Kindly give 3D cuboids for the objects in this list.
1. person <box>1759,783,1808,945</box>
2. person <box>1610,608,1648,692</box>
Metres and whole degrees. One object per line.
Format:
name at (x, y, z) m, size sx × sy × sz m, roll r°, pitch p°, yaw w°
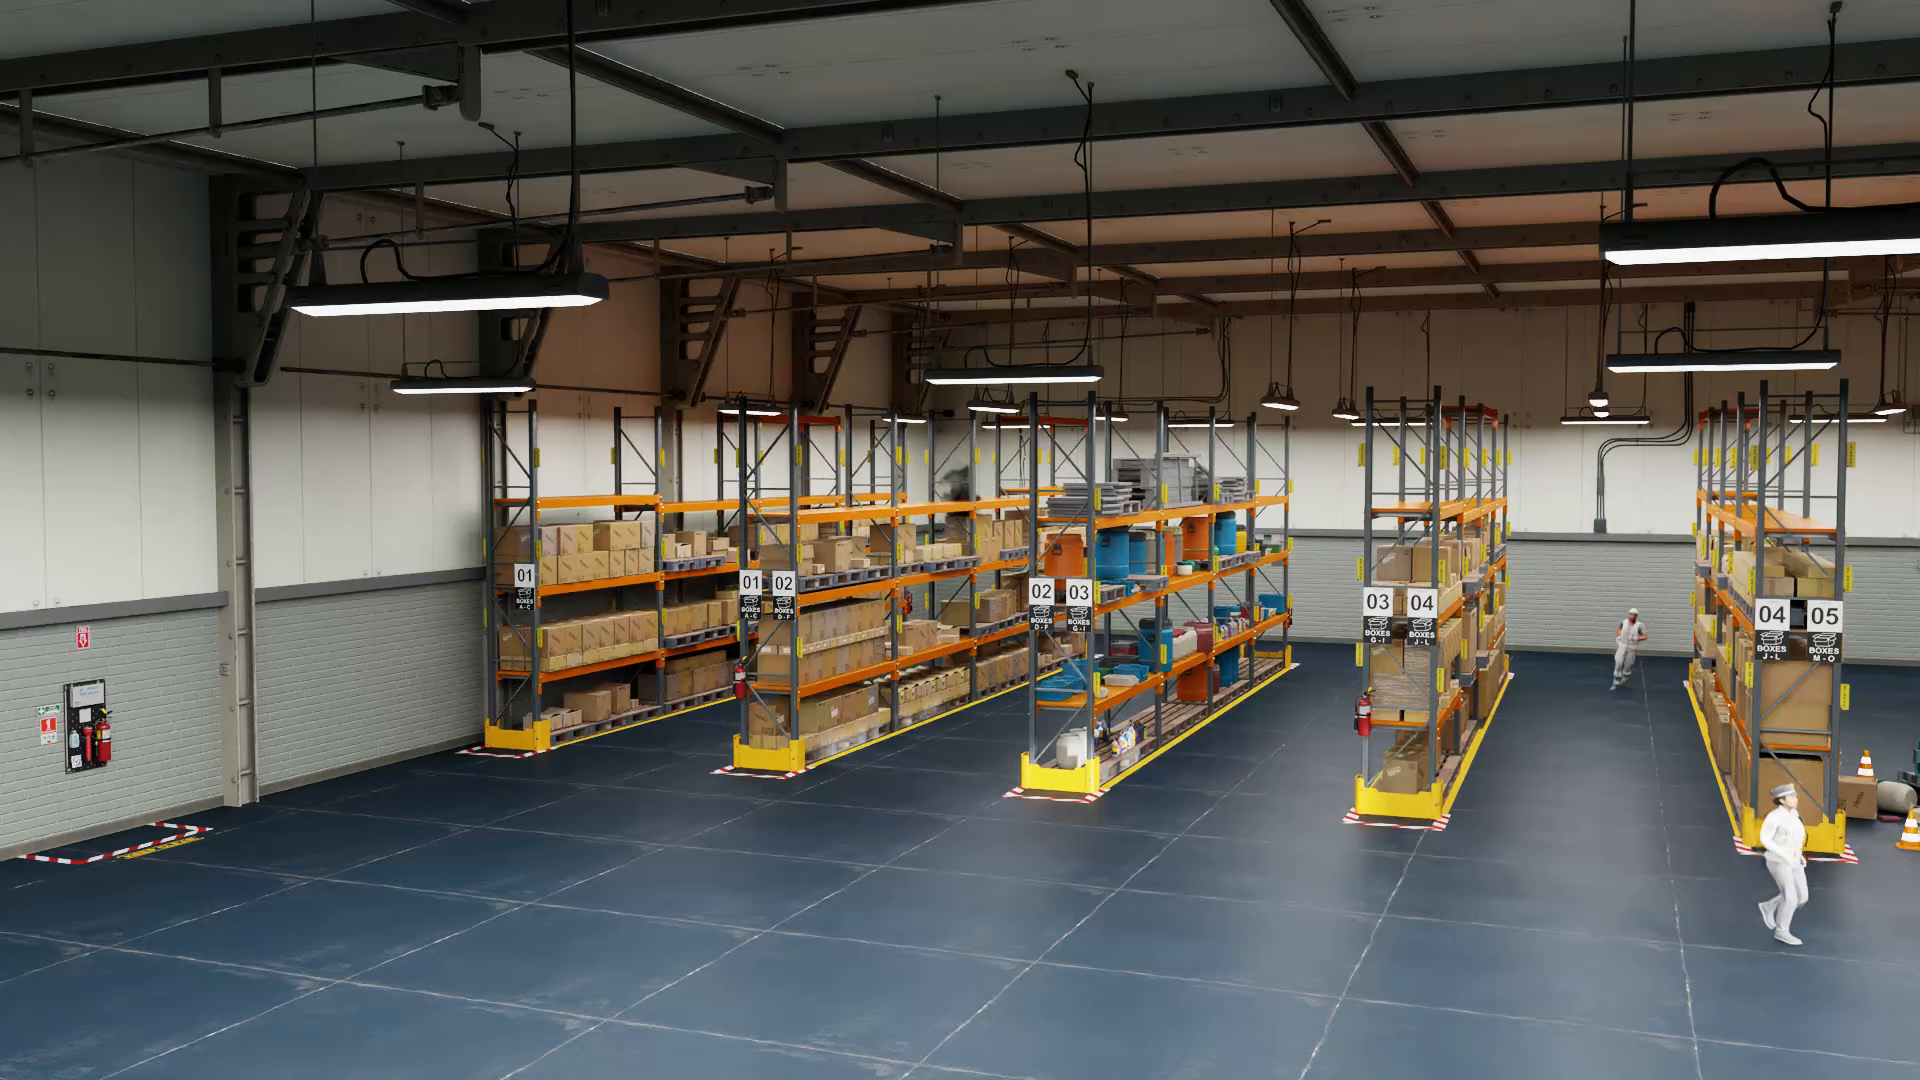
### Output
person at (8.479, 3.321, 17.207) m, size 0.627 × 1.663 × 0.487 m, roll -2°, pitch 3°, yaw -33°
person at (14.459, 2.349, 35.867) m, size 0.698 × 1.779 × 0.915 m, roll 2°, pitch 3°, yaw 29°
